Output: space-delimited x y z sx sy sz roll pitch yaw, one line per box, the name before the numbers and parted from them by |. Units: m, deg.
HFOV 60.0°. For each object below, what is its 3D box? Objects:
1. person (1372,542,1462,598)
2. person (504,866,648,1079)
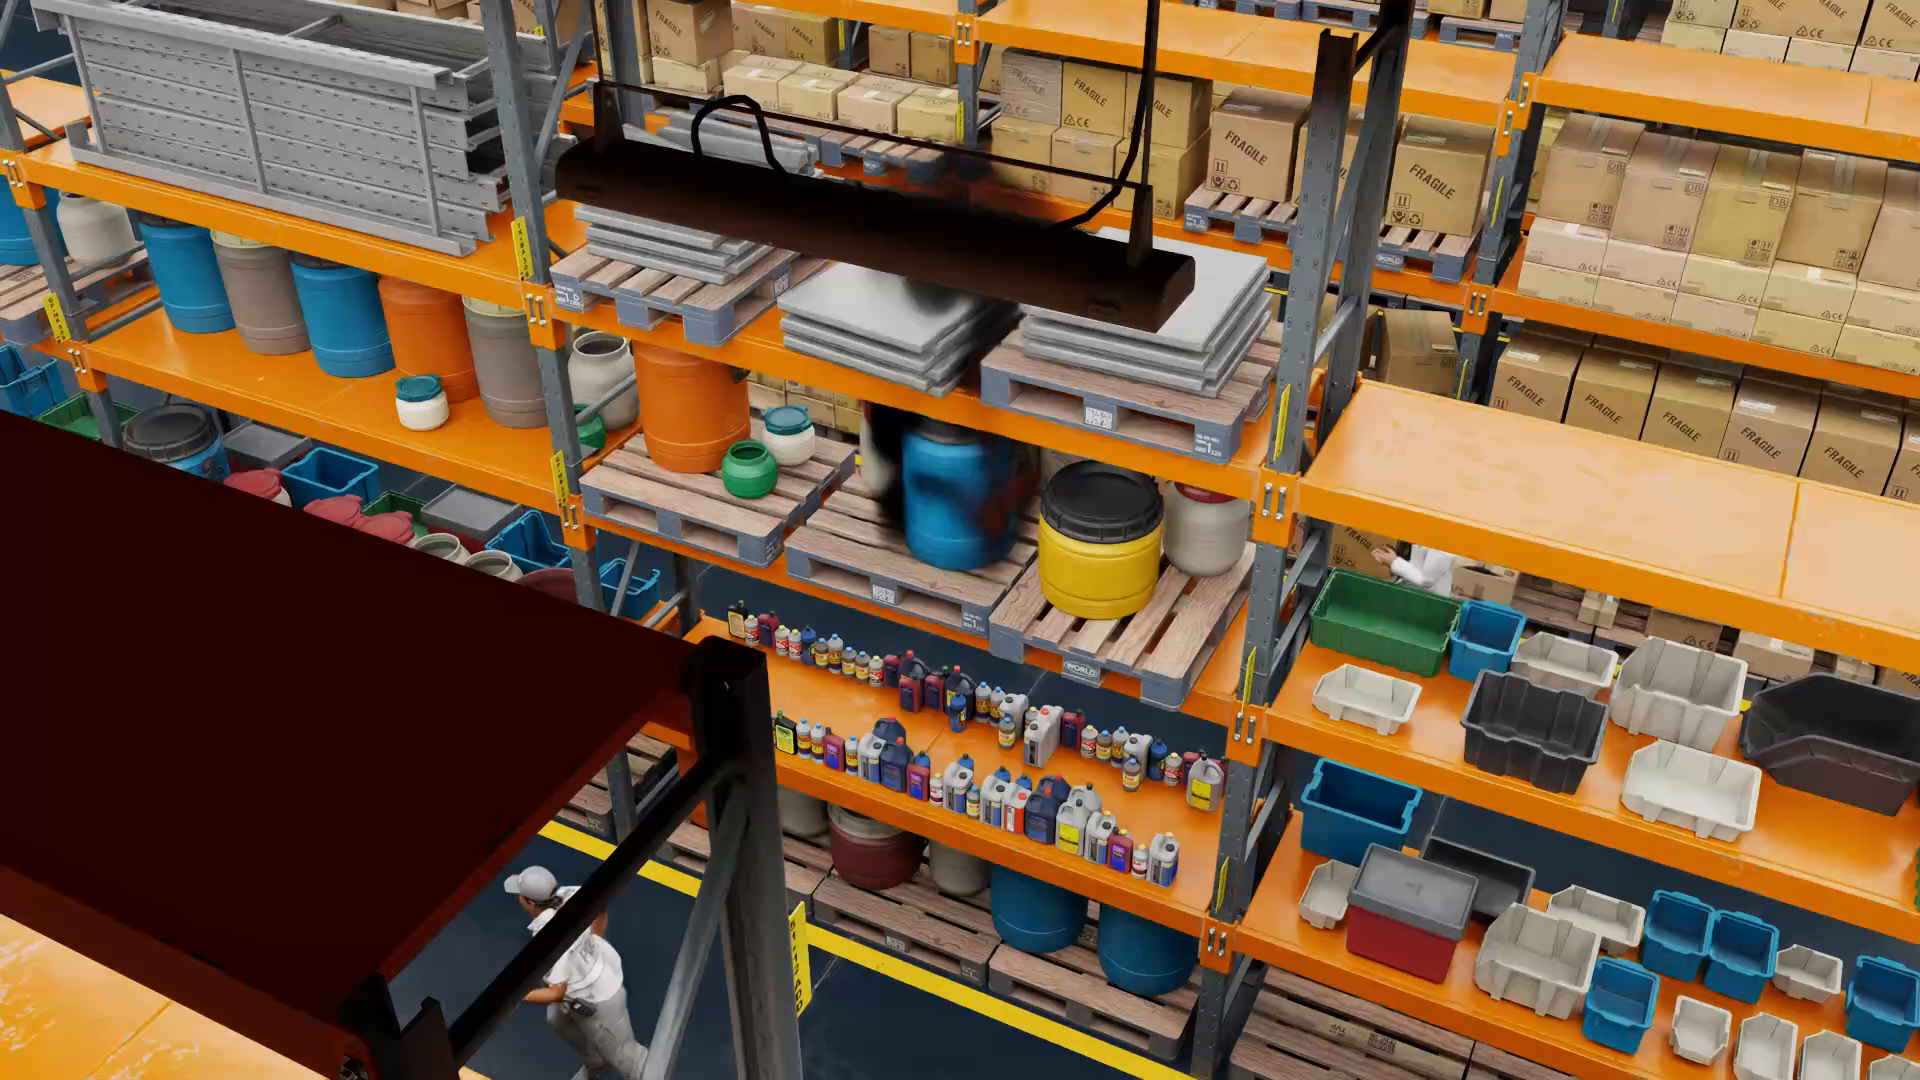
person | 3.149 0.379 11.338 0.756 1.844 0.695 10 36 14
person | -2.000 2.387 8.661 0.794 1.669 0.649 -8 36 -11
